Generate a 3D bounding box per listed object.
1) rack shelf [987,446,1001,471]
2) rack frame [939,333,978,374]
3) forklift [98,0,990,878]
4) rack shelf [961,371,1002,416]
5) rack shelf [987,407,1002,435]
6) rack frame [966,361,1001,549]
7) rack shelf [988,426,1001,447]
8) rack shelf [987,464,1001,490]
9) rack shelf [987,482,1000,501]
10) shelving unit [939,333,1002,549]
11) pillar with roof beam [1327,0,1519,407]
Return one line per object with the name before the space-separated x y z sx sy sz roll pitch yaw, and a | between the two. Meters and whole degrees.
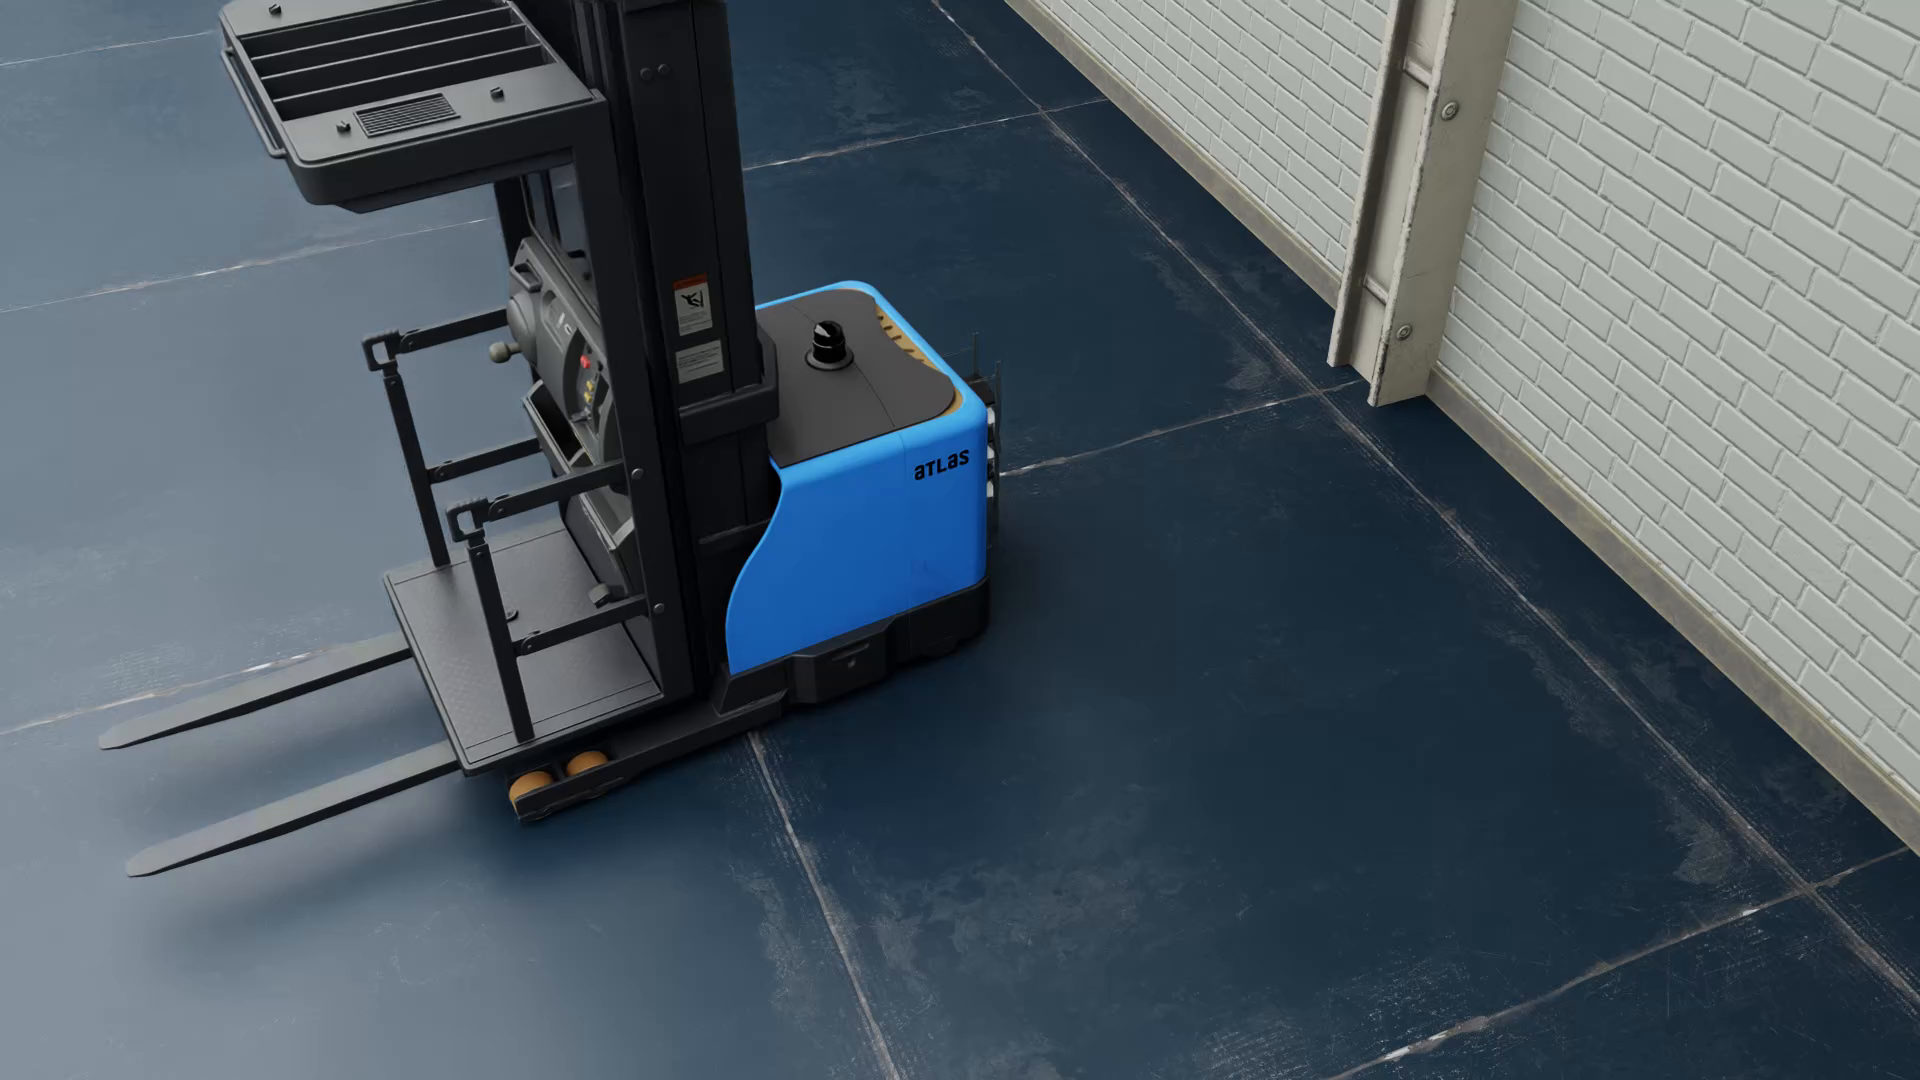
rack shelf | 0.001 -0.323 6.486 0.258 0.077 0.200 -16 43 -18
rack frame | -0.041 -0.408 6.534 0.240 0.900 0.006 -16 43 -18
forklift | -1.431 -0.557 5.150 3.031 2.935 1.130 -20 44 -21
rack shelf | 0.001 -0.527 6.309 0.258 0.077 0.200 -16 43 -18
rack shelf | 0.001 -0.459 6.368 0.258 0.077 0.200 -16 43 -18
rack frame | 0.042 -0.287 6.394 0.240 0.900 0.006 -16 43 -18
rack shelf | 0.001 -0.391 6.427 0.258 0.077 0.200 -16 43 -18
rack shelf | 0.001 -0.254 6.544 0.258 0.077 0.200 -16 43 -18
rack shelf | 0.001 -0.186 6.603 0.258 0.077 0.200 -16 43 -18
shelving unit | 0.001 -0.348 6.464 0.258 0.900 0.210 -16 43 -18
pillar with roof beam | -2.061 -3.088 3.439 9.100 9.000 0.400 -15 43 -17
